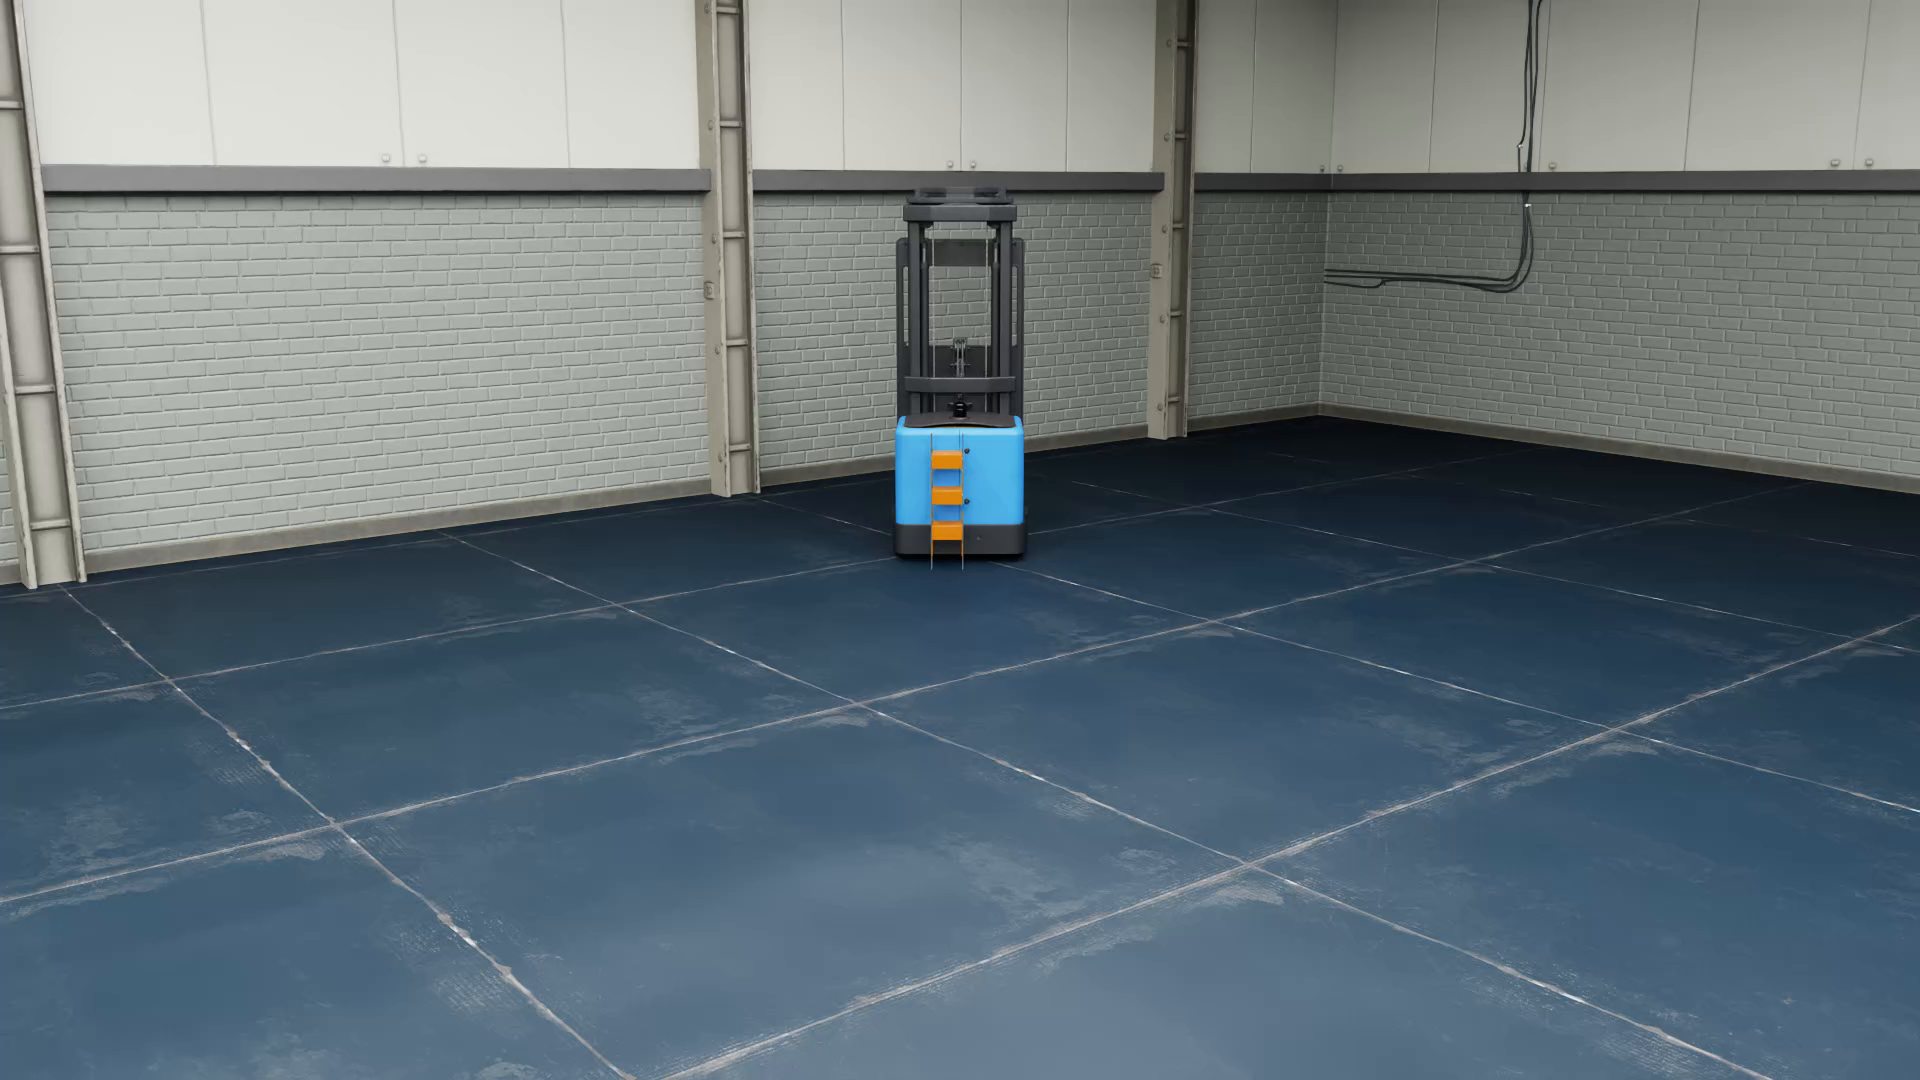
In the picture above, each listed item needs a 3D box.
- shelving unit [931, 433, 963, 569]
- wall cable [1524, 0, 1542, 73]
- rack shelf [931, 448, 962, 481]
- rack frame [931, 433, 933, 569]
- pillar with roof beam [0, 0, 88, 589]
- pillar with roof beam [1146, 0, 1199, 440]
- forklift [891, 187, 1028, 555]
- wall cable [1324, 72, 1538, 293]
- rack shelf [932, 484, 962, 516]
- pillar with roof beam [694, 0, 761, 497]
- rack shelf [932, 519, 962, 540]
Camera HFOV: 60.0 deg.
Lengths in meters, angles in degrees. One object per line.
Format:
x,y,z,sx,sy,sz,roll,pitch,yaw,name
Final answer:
-0.100,-0.304,13.034,0.252,1.050,0.215,0,12,0,shelving unit
7.299,-6.325,17.566,0.112,2.526,3.097,-9,15,-38,wall cable
-0.100,-0.571,12.977,0.240,0.259,0.215,0,12,0,rack shelf
-0.222,-0.304,13.034,0.008,1.050,0.200,0,12,0,rack frame
-4.199,-3.389,8.423,0.400,9.000,9.100,-9,15,-38,pillar with roof beam
5.171,-4.946,15.756,0.400,9.000,9.100,-9,15,-38,pillar with roof beam
0.003,-1.565,14.441,1.130,2.935,3.031,0,12,0,forklift
5.609,-4.293,20.157,0.112,2.526,3.097,-9,15,-38,wall cable
-0.100,-0.294,13.036,0.240,0.259,0.215,0,12,0,rack shelf
0.486,-4.167,12.090,0.400,9.000,9.100,-9,15,-38,pillar with roof beam
-0.100,-0.022,13.094,0.240,0.259,0.215,0,12,0,rack shelf
